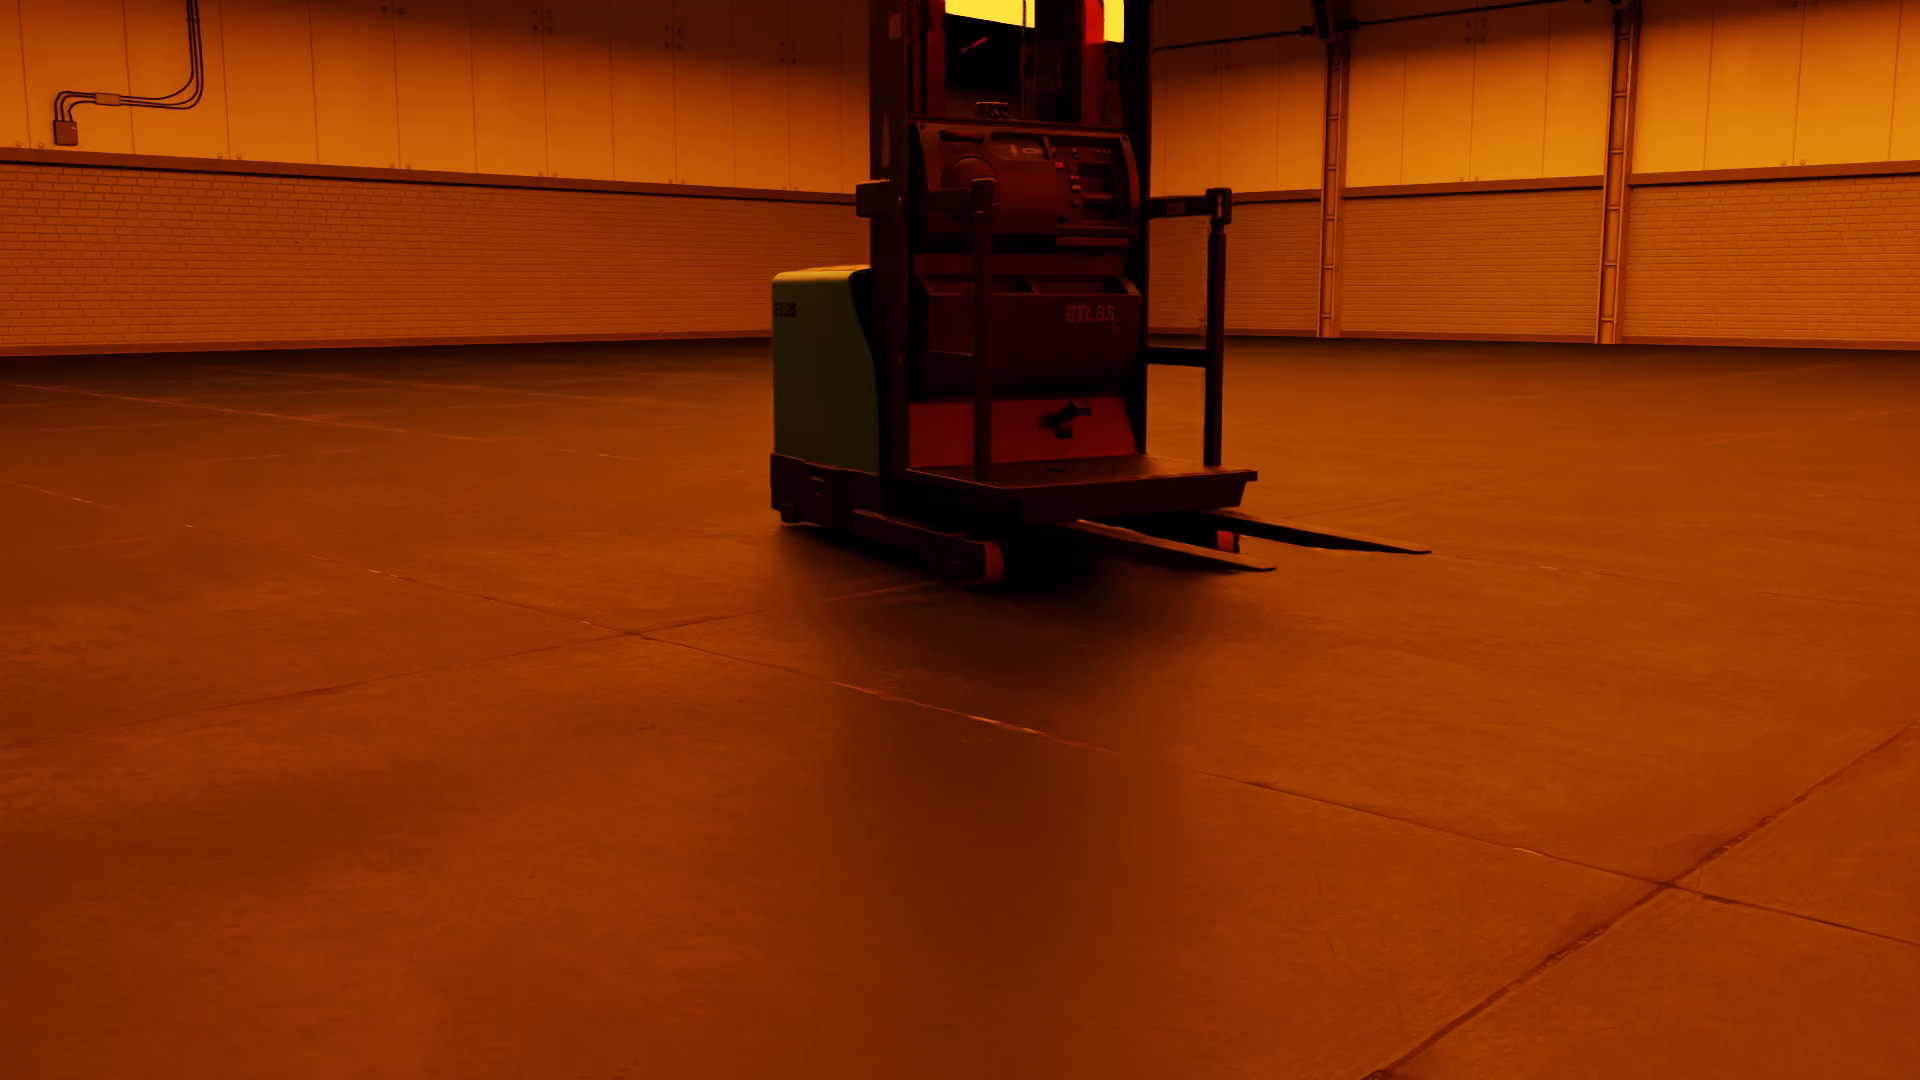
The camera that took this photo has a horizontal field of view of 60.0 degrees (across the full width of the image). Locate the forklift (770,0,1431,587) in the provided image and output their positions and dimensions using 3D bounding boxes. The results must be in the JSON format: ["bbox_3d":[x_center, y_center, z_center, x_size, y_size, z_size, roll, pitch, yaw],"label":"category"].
[{"bbox_3d":[0.368,-1.365,5.942,1.130,2.935,3.031,-5,10,-30],"label":"forklift"}]
